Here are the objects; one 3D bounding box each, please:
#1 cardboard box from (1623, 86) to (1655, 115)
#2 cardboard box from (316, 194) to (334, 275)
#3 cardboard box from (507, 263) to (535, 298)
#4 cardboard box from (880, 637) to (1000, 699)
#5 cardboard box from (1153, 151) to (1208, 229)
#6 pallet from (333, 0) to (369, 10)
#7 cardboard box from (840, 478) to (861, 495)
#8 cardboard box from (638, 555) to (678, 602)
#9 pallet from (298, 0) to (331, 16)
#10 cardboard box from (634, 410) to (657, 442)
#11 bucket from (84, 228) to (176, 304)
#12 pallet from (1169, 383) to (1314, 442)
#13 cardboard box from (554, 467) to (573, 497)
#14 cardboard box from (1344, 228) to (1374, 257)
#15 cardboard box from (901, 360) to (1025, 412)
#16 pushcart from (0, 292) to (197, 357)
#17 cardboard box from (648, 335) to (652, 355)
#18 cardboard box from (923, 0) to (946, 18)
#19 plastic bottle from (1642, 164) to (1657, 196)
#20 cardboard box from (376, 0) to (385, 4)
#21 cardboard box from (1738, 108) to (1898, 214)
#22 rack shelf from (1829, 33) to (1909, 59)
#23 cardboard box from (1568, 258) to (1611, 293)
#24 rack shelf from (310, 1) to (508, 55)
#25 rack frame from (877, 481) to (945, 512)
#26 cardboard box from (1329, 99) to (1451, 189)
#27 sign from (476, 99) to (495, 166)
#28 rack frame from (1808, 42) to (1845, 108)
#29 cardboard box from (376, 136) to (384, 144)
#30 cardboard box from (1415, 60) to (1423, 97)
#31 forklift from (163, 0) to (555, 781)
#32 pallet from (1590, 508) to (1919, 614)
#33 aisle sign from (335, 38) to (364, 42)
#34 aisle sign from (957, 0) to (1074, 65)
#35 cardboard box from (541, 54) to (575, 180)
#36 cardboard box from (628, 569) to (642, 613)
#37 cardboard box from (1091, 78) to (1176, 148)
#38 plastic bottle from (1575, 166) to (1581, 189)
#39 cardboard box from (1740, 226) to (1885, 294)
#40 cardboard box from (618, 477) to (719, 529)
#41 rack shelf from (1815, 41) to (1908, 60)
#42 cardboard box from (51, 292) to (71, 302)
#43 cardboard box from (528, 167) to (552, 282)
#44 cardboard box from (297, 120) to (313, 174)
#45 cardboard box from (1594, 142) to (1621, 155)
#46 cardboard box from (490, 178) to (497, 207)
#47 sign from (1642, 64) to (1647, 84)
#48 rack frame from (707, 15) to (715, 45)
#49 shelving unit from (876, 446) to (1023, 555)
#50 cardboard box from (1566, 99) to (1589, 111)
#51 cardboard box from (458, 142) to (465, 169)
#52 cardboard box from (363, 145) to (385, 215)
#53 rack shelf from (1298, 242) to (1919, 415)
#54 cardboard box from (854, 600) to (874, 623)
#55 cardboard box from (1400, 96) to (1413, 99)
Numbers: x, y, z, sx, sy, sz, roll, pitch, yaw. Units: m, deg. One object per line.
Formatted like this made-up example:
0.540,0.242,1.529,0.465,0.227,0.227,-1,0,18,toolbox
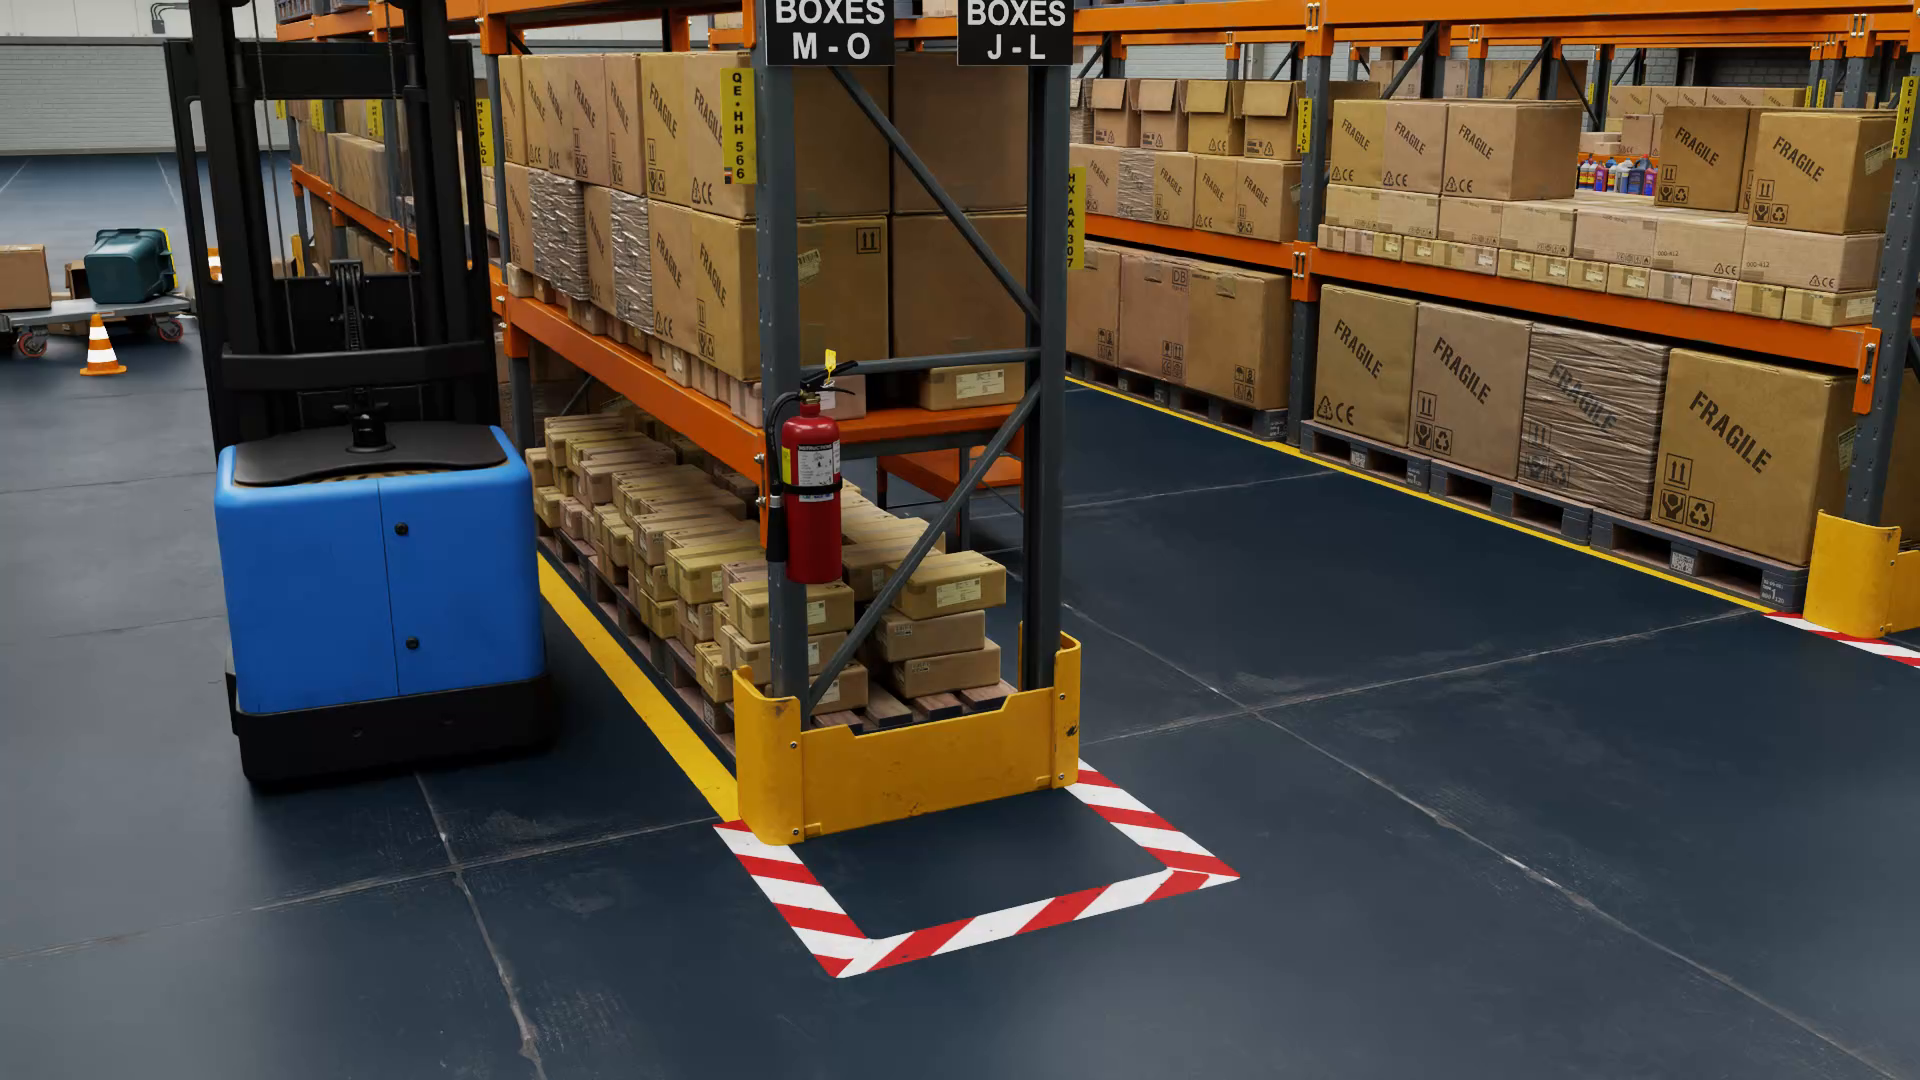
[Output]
10.866,-6.906,26.253,0.500,0.500,0.500,-8,18,-25,cardboard box
-6.397,-3.319,17.967,0.875,0.875,0.875,-8,18,-26,cardboard box
-2.054,-1.310,8.333,0.380,0.149,0.250,-7,17,-23,cardboard box
-0.074,0.451,6.148,0.380,0.149,0.250,-7,18,-24,cardboard box
1.723,-2.498,11.837,0.500,0.500,0.500,-8,18,-26,cardboard box
-3.966,-4.037,12.284,1.213,0.211,1.003,-7,17,-22,pallet
-0.650,-0.161,7.203,0.380,0.149,0.250,-7,18,-24,cardboard box
-1.087,0.125,6.745,0.380,0.149,0.250,-7,18,-24,cardboard box
-5.738,-5.128,15.903,1.003,0.211,1.213,-8,18,-25,pallet
-1.494,-0.601,8.737,0.380,0.149,0.250,-7,17,-23,cardboard box
-7.521,-2.437,14.982,0.726,0.611,0.620,-2,26,-6,bucket
2.213,-0.957,11.702,1.003,0.211,1.213,-8,18,-25,pallet
-1.821,-0.335,8.347,0.380,0.149,0.250,-8,18,-25,cardboard box
2.564,-1.815,10.095,0.380,0.149,0.250,-8,18,-27,cardboard box
0.021,-0.548,5.678,0.380,0.149,0.250,-8,18,-25,cardboard box
-7.767,-1.929,14.787,0.936,0.377,1.648,15,22,42,pushcart
-1.014,-0.805,6.572,0.380,0.149,0.250,-8,18,-27,cardboard box
-0.009,-4.811,14.911,0.500,0.250,0.500,-7,17,-23,cardboard box
5.924,-3.074,14.237,0.061,0.283,0.133,-8,18,-25,plastic bottle
-3.626,-3.849,11.104,0.500,0.500,0.500,-8,18,-25,cardboard box
4.185,-1.830,8.063,0.500,0.500,0.500,-8,18,-26,cardboard box
10.649,-4.903,16.264,1.077,0.370,4.000,-8,18,-25,rack shelf
3.356,-1.368,8.536,0.380,0.149,0.250,-8,18,-25,cardboard box
-4.513,-4.124,13.551,1.077,0.370,4.000,-8,18,-25,rack shelf
-0.220,-0.665,9.029,0.500,1.125,0.032,-8,18,-25,rack frame
2.599,-2.397,10.037,0.500,0.500,0.500,-8,18,-25,cardboard box
-2.381,-2.029,8.285,0.100,0.325,0.005,-8,18,-25,sign
12.472,-5.894,23.852,1.000,3.000,0.127,-8,18,-25,rack frame
-4.274,-3.426,13.257,0.700,0.500,0.500,-8,18,-26,cardboard box
6.941,-6.573,23.685,0.700,0.500,0.500,-8,18,-25,cardboard box
-2.496,-0.954,6.762,1.130,2.935,3.031,-6,17,-21,forklift
3.951,0.029,8.269,1.003,0.211,1.213,-8,18,-25,pallet
-6.903,-5.819,18.879,0.394,0.787,0.004,-8,18,-25,aisle sign
0.170,-1.816,4.930,0.394,0.787,0.004,-8,18,-25,aisle sign
-1.472,-1.816,7.106,0.500,0.500,0.500,-7,18,-24,cardboard box
-1.182,0.201,7.018,0.380,0.149,0.250,-7,18,-24,cardboard box
1.455,-3.292,12.784,0.797,0.503,0.637,-7,18,-24,cardboard box
5.539,-3.292,14.996,0.061,0.283,0.133,-8,18,-25,plastic bottle
3.920,-1.282,7.513,0.500,0.250,0.500,-8,18,-26,cardboard box
-1.258,-0.157,7.188,0.380,0.149,0.250,-8,18,-25,cardboard box
13.348,-6.494,21.810,1.077,0.370,4.000,-8,18,-25,rack shelf
-9.157,-2.442,16.990,0.380,0.149,0.250,1,16,4,cardboard box
-1.671,-1.457,7.668,0.500,0.500,0.500,-8,18,-25,cardboard box
-6.545,-4.214,17.725,0.875,0.550,0.550,-8,18,-25,cardboard box
8.225,-4.930,20.946,0.380,0.149,0.250,-8,18,-25,cardboard box
-2.352,-1.905,9.105,0.380,0.149,0.250,-8,18,-25,cardboard box
11.227,-7.657,27.322,0.100,0.325,0.005,-8,18,-25,sign
-2.638,-5.090,21.051,1.000,3.000,0.127,-8,18,-25,rack frame
0.003,-0.539,8.590,0.538,1.125,1.048,-8,18,-25,shelving unit
8.077,-5.745,21.974,0.380,0.149,0.250,-8,18,-25,cardboard box
-2.806,-2.307,9.967,0.380,0.149,0.250,-9,18,-27,cardboard box
-4.292,-2.784,12.831,0.500,0.500,0.500,-8,18,-25,cardboard box
3.495,-1.273,9.054,1.077,0.370,4.000,-8,18,-25,rack shelf
-0.200,0.241,6.340,0.380,0.149,0.250,-8,18,-25,cardboard box
6.581,-6.333,24.024,0.380,0.149,0.250,-8,18,-26,cardboard box
